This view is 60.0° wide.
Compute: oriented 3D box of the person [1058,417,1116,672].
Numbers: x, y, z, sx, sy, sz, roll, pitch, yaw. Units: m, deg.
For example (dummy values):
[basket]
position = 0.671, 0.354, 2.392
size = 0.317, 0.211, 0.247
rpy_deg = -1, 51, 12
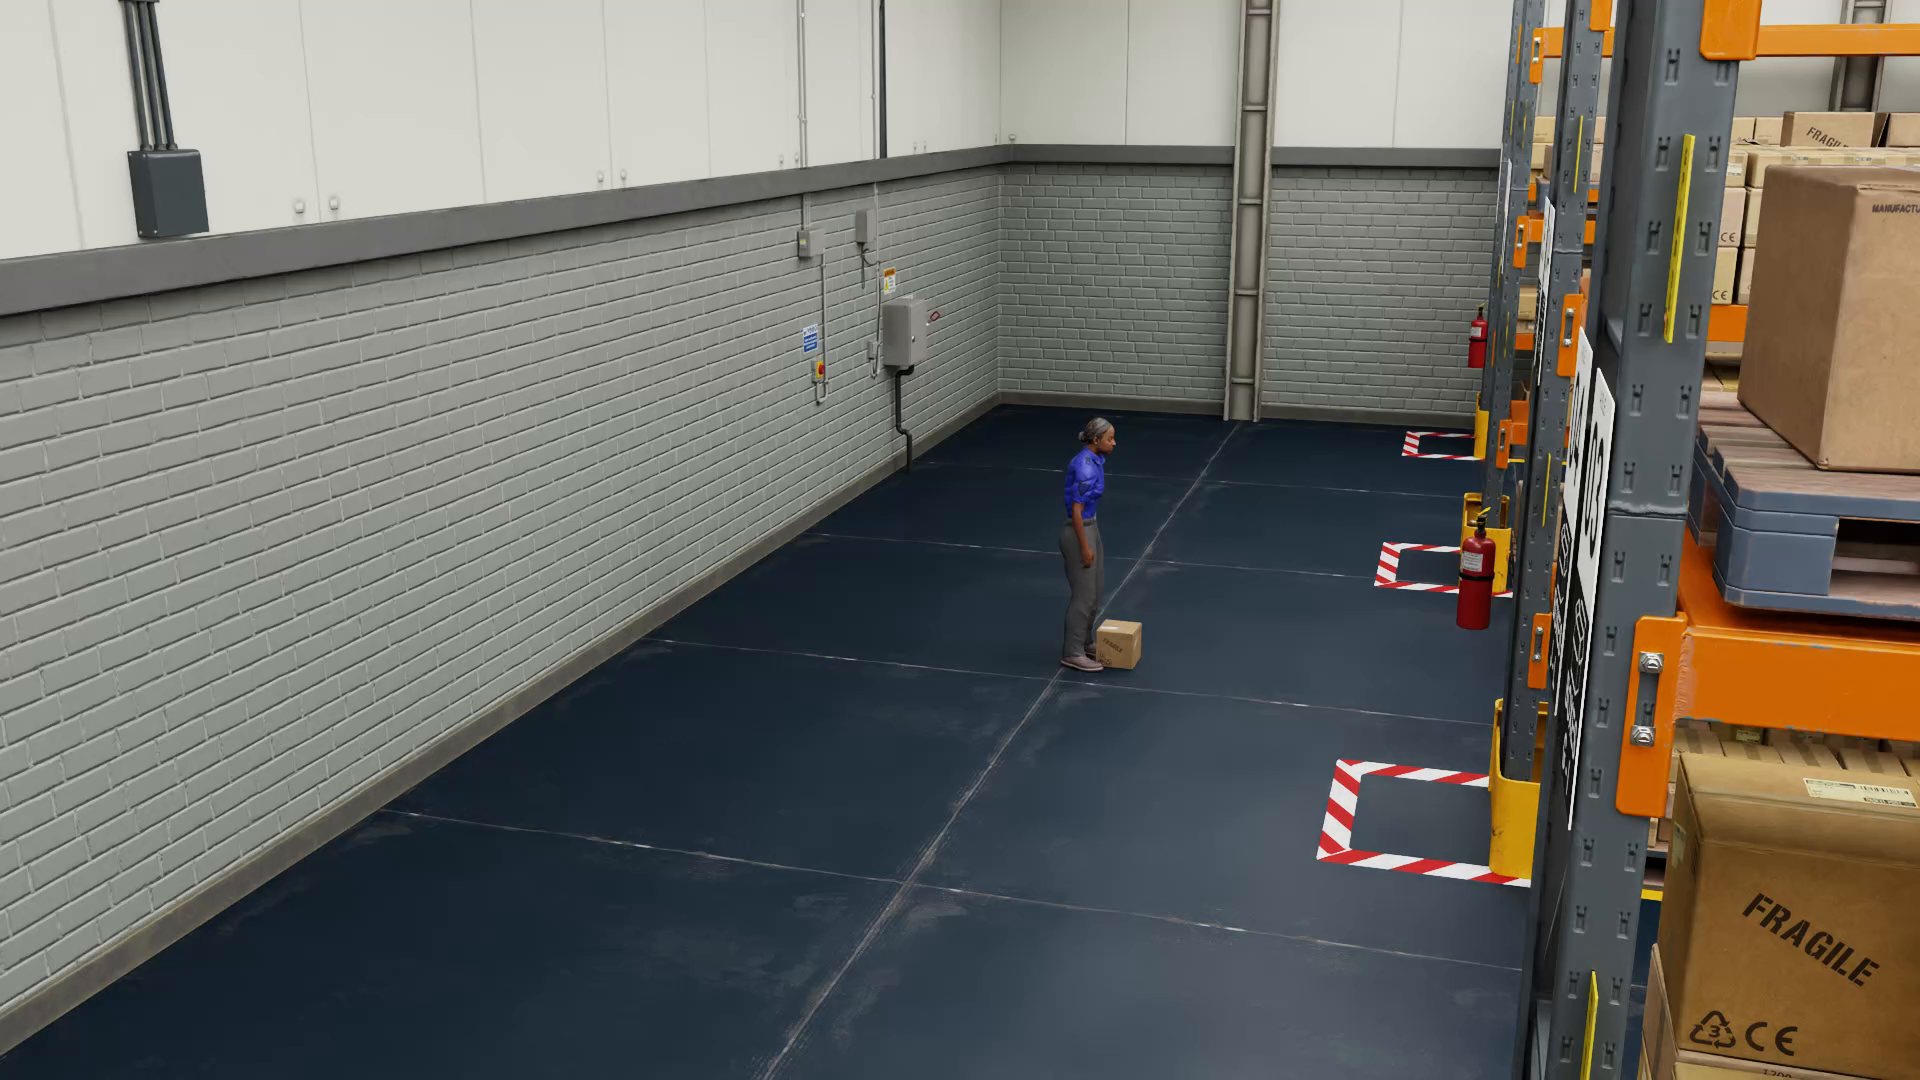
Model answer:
[person]
position = 0.838, 0.005, 11.008
size = 0.349, 1.655, 0.532
rpy_deg = 4, 16, 13
